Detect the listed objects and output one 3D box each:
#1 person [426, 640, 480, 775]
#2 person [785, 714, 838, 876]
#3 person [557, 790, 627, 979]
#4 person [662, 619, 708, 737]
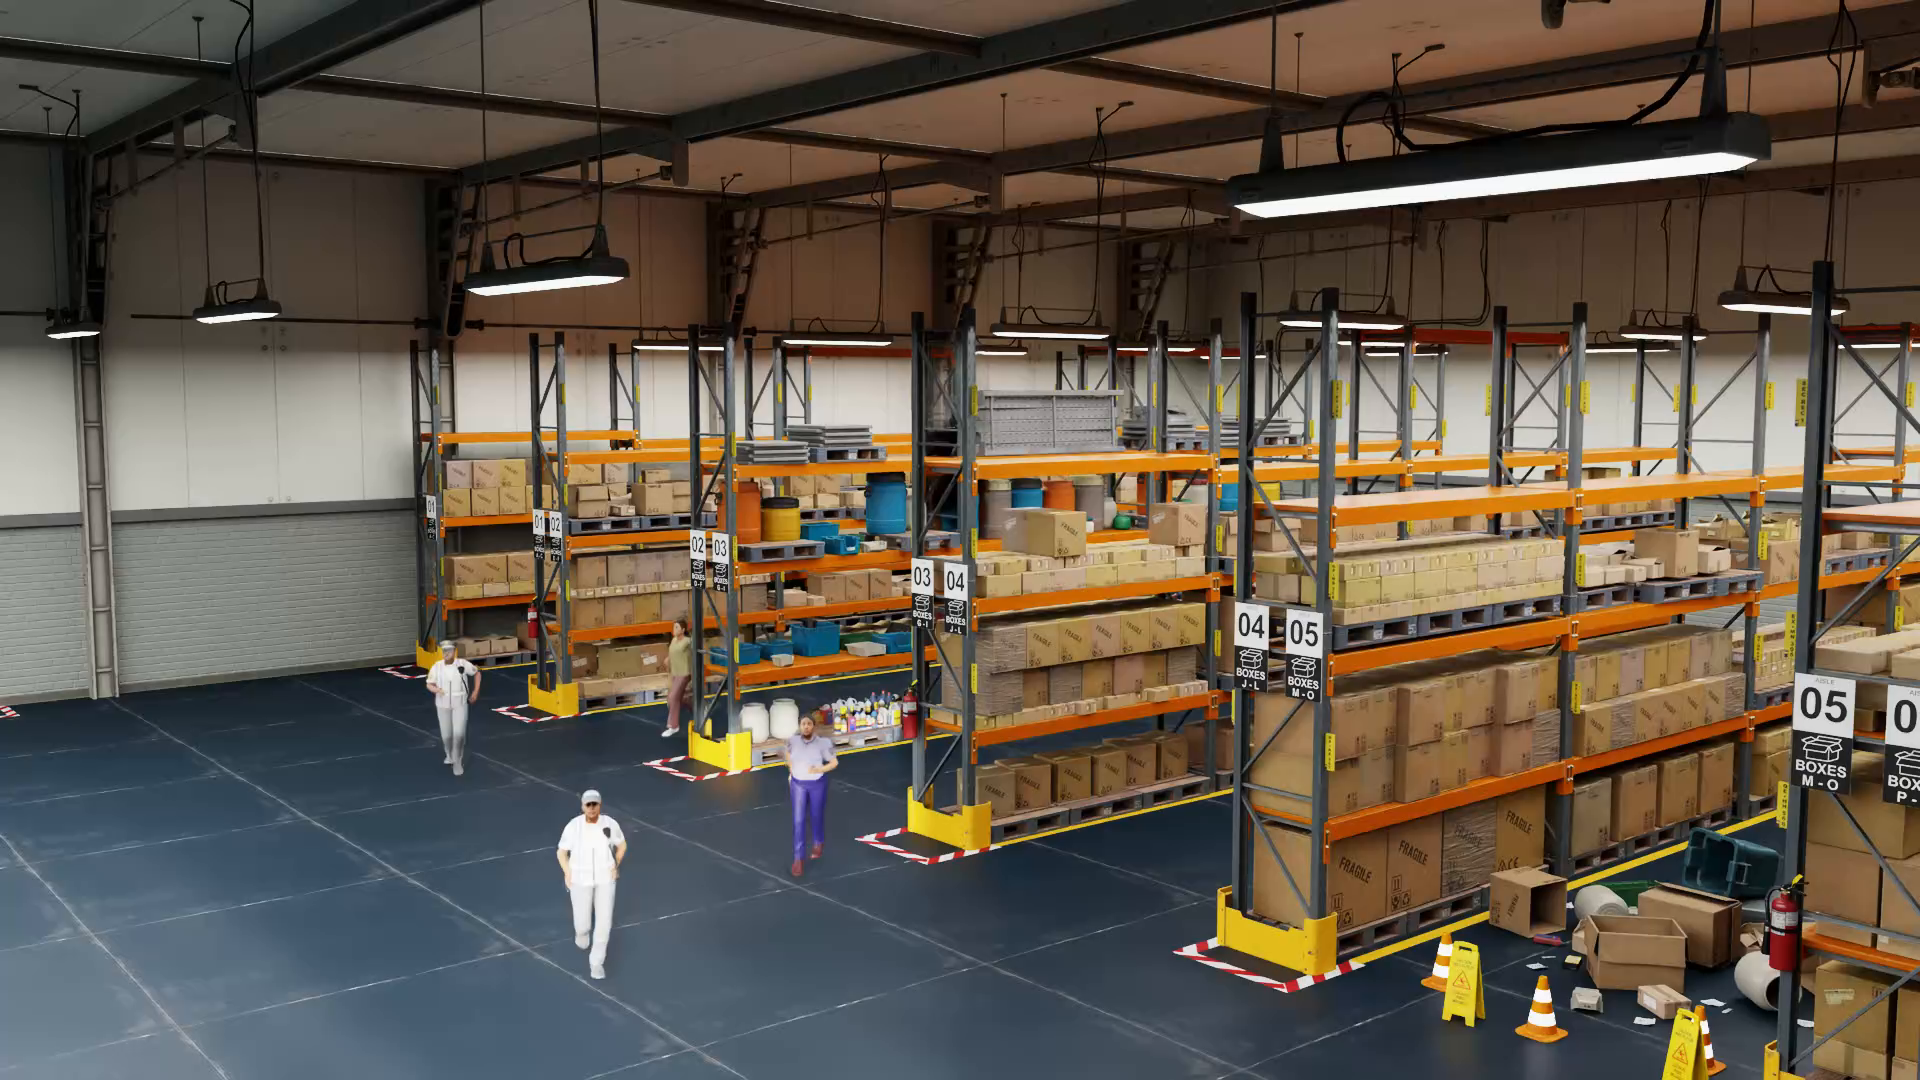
[{"bbox_3d":[-6.813,2.245,22.347,0.670,1.827,0.767,-1,5,-8],"label":"person"},{"bbox_3d":[-1.595,2.668,17.792,0.593,1.657,0.858,0,5,2],"label":"person"},{"bbox_3d":[-3.245,3.005,14.716,0.608,1.629,0.607,-2,6,-16],"label":"person"},{"bbox_3d":[-4.031,1.982,24.242,0.834,1.667,0.617,-5,7,-44],"label":"person"}]
